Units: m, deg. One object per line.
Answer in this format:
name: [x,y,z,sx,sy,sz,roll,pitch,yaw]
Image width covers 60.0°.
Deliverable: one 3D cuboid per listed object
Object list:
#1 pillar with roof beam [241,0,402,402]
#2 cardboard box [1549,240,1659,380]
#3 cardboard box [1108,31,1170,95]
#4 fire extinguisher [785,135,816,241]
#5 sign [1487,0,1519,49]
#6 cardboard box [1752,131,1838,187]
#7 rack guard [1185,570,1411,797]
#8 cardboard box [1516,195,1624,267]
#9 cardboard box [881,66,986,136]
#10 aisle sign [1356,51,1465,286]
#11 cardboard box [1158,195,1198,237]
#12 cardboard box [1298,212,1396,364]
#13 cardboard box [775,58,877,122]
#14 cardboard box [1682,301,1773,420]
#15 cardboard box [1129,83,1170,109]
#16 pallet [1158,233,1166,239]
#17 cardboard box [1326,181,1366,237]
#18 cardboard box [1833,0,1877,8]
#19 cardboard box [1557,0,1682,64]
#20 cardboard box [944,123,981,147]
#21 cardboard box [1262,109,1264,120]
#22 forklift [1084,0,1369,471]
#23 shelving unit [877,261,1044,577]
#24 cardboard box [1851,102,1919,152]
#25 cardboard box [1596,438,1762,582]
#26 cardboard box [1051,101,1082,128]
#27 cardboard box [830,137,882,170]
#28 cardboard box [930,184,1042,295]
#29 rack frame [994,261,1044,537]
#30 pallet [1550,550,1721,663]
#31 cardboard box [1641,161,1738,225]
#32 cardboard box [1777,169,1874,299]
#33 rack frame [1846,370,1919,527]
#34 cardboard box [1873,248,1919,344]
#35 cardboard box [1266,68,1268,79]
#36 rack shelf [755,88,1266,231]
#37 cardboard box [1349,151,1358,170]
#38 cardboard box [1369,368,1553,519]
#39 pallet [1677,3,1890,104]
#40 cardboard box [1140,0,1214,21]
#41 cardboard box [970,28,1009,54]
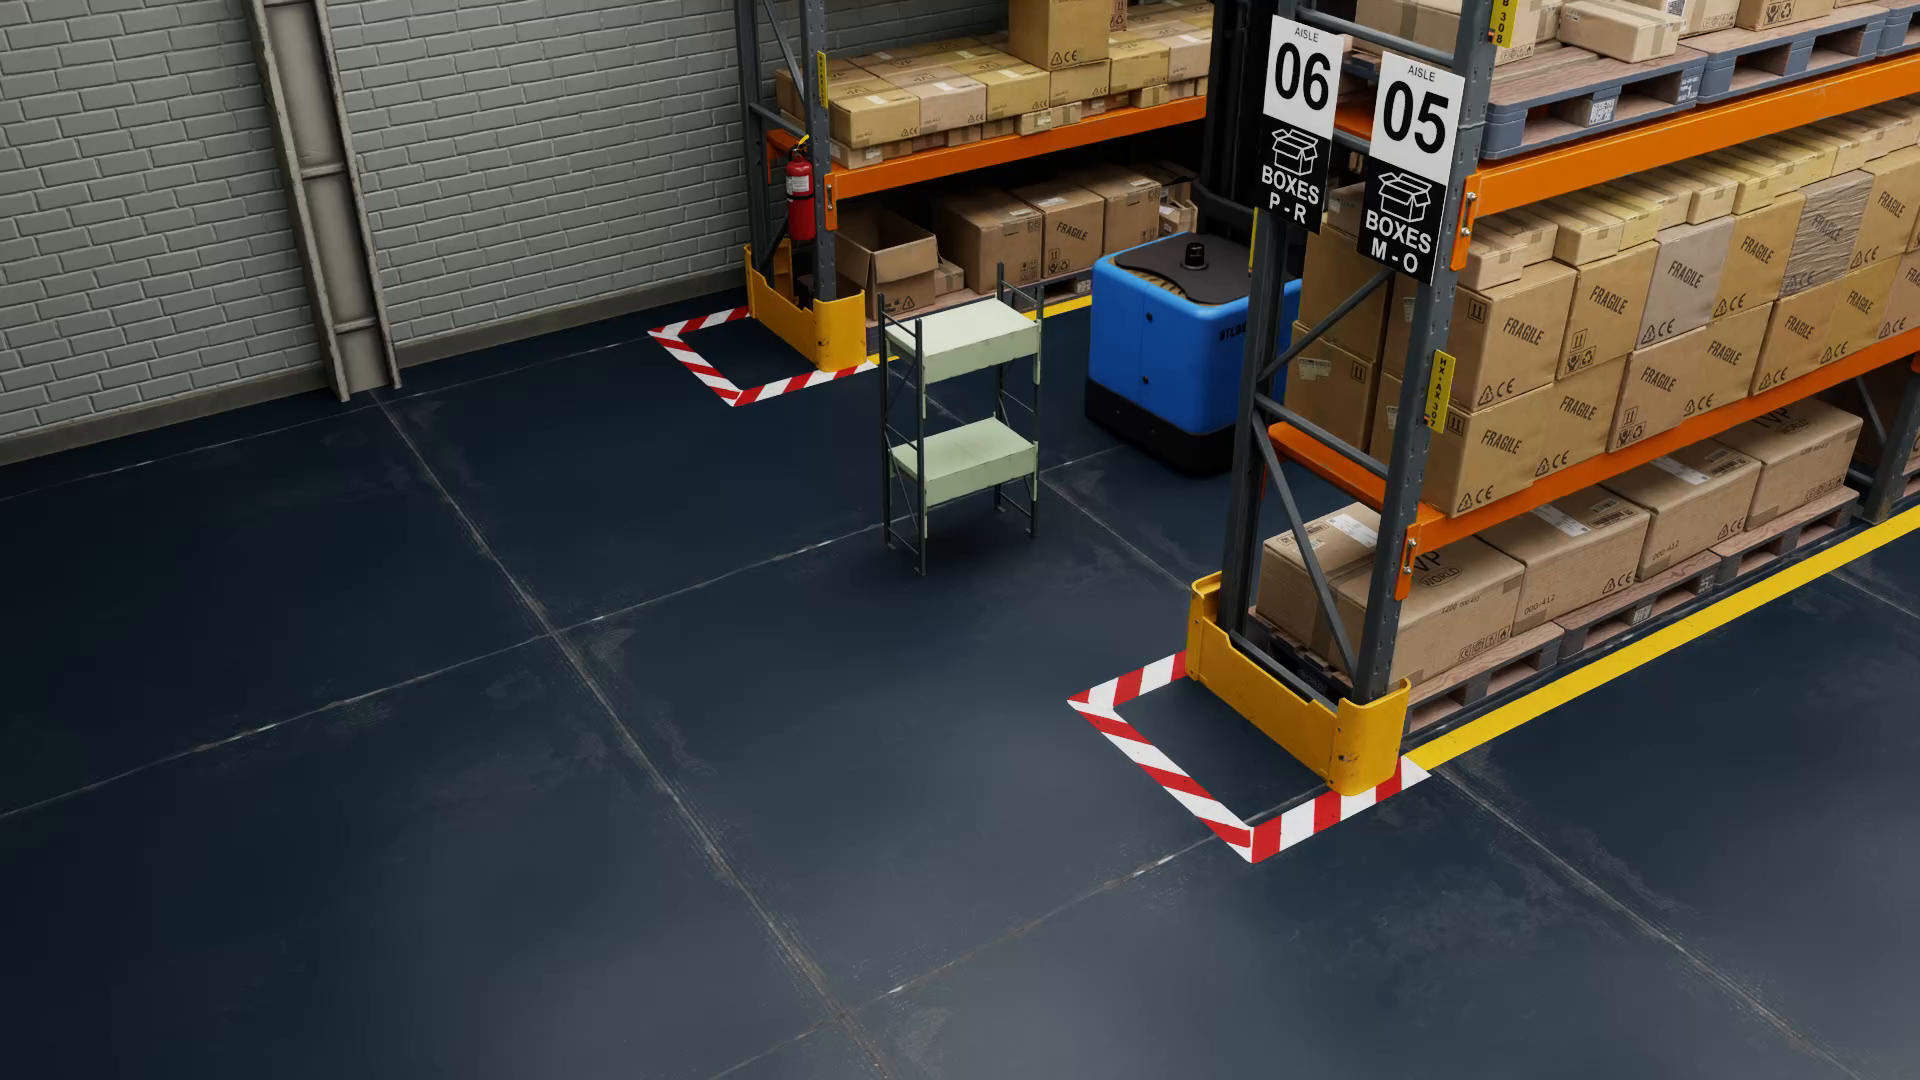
pillar with roof beam: [-1.547,-2.884,5.387,0.400,9.000,9.100,-19,37,-27]
cardboard box: [2.555,-1.056,7.081,0.500,0.500,0.500,-20,37,-29]
cardboard box: [1.101,-3.324,11.570,0.500,0.250,0.500,-19,37,-28]
fire extinguisher: [-0.999,-2.212,10.367,0.183,0.674,0.296,-19,37,-27]
sign: [1.863,-1.848,5.664,0.005,0.325,0.100,-19,37,-27]
cardboard box: [3.734,-1.750,7.574,0.250,0.149,0.380,-20,37,-28]
rack guard: [1.547,0.637,7.772,0.348,0.500,1.175,-19,37,-27]
cardboard box: [2.478,-1.277,6.823,0.250,0.149,0.380,-18,36,-26]
cardboard box: [-0.174,-2.870,10.851,0.500,0.250,0.500,-19,37,-27]
aisle sign: [1.664,-1.376,6.183,0.004,0.787,0.394,-19,37,-27]
cardboard box: [1.627,-2.434,12.465,0.258,0.266,0.396,-18,36,-26]
cardboard box: [1.843,-1.138,7.212,0.500,0.500,0.500,-18,36,-26]
cardboard box: [-0.883,-2.966,11.003,0.500,0.250,0.500,-18,36,-26]
cardboard box: [3.385,-0.929,7.818,0.500,0.500,0.500,-18,36,-26]
cardboard box: [1.258,-3.175,11.708,0.250,0.149,0.380,-20,37,-28]
pallet: [1.659,-2.431,12.906,1.213,0.211,1.003,-19,37,-27]
cardboard box: [1.760,-1.360,6.956,0.250,0.149,0.380,-18,37,-27]
cardboard box: [3.813,-2.711,7.341,0.637,0.503,0.797,-16,36,-24]
cardboard box: [2.606,-2.021,6.579,0.250,0.149,0.380,-18,36,-26]
cardboard box: [-0.064,-2.749,11.032,0.250,0.149,0.380,-18,36,-26]
cardboard box: [2.390,-3.439,13.231,0.250,0.149,0.380,-21,38,-29]
forklift: [2.260,-2.272,10.105,3.031,2.935,1.130,-22,38,-31]
shelving unit: [0.006,-0.636,8.853,0.755,1.500,0.431,-19,37,-27]
cardboard box: [4.347,-1.996,7.964,0.250,0.149,0.380,-19,37,-27]
cardboard box: [3.591,-0.285,8.898,0.875,0.438,0.875,-20,37,-29]
cardboard box: [0.620,-2.953,11.355,0.250,0.149,0.380,-18,36,-26]
cardboard box: [-0.700,-2.518,10.665,0.250,0.149,0.380,-19,37,-28]
cardboard box: [0.180,-2.136,11.774,0.500,0.500,0.700,-17,36,-25]
rack frame: [0.313,-0.742,9.021,0.023,1.500,0.400,-19,37,-27]
pallet: [3.221,0.136,8.837,1.213,0.211,1.003,-19,37,-27]
cardboard box: [3.114,-1.514,7.199,0.250,0.149,0.380,-19,37,-27]
cardboard box: [3.829,-1.494,7.776,0.500,0.500,0.500,-18,37,-27]
rack frame: [4.929,-1.583,8.949,0.127,3.000,1.000,-19,37,-27]
cardboard box: [4.678,-1.377,8.528,0.500,0.500,0.500,-19,37,-27]
cardboard box: [2.105,-3.497,12.217,0.250,0.149,0.380,-18,37,-27]
rack shelf: [0.556,-2.926,11.751,4.000,0.370,1.077,-19,37,-27]
cardboard box: [2.765,-2.968,13.092,0.500,0.500,0.500,-17,36,-25]
cardboard box: [2.126,-0.479,7.105,0.500,0.500,0.500,-19,37,-28]
pallet: [3.211,-2.232,7.249,1.213,0.211,1.003,-19,37,-27]
cardboard box: [1.674,-3.849,12.401,0.500,0.250,0.500,-19,37,-28]
cardboard box: [0.410,-3.407,11.701,0.500,0.250,0.500,-19,37,-27]
